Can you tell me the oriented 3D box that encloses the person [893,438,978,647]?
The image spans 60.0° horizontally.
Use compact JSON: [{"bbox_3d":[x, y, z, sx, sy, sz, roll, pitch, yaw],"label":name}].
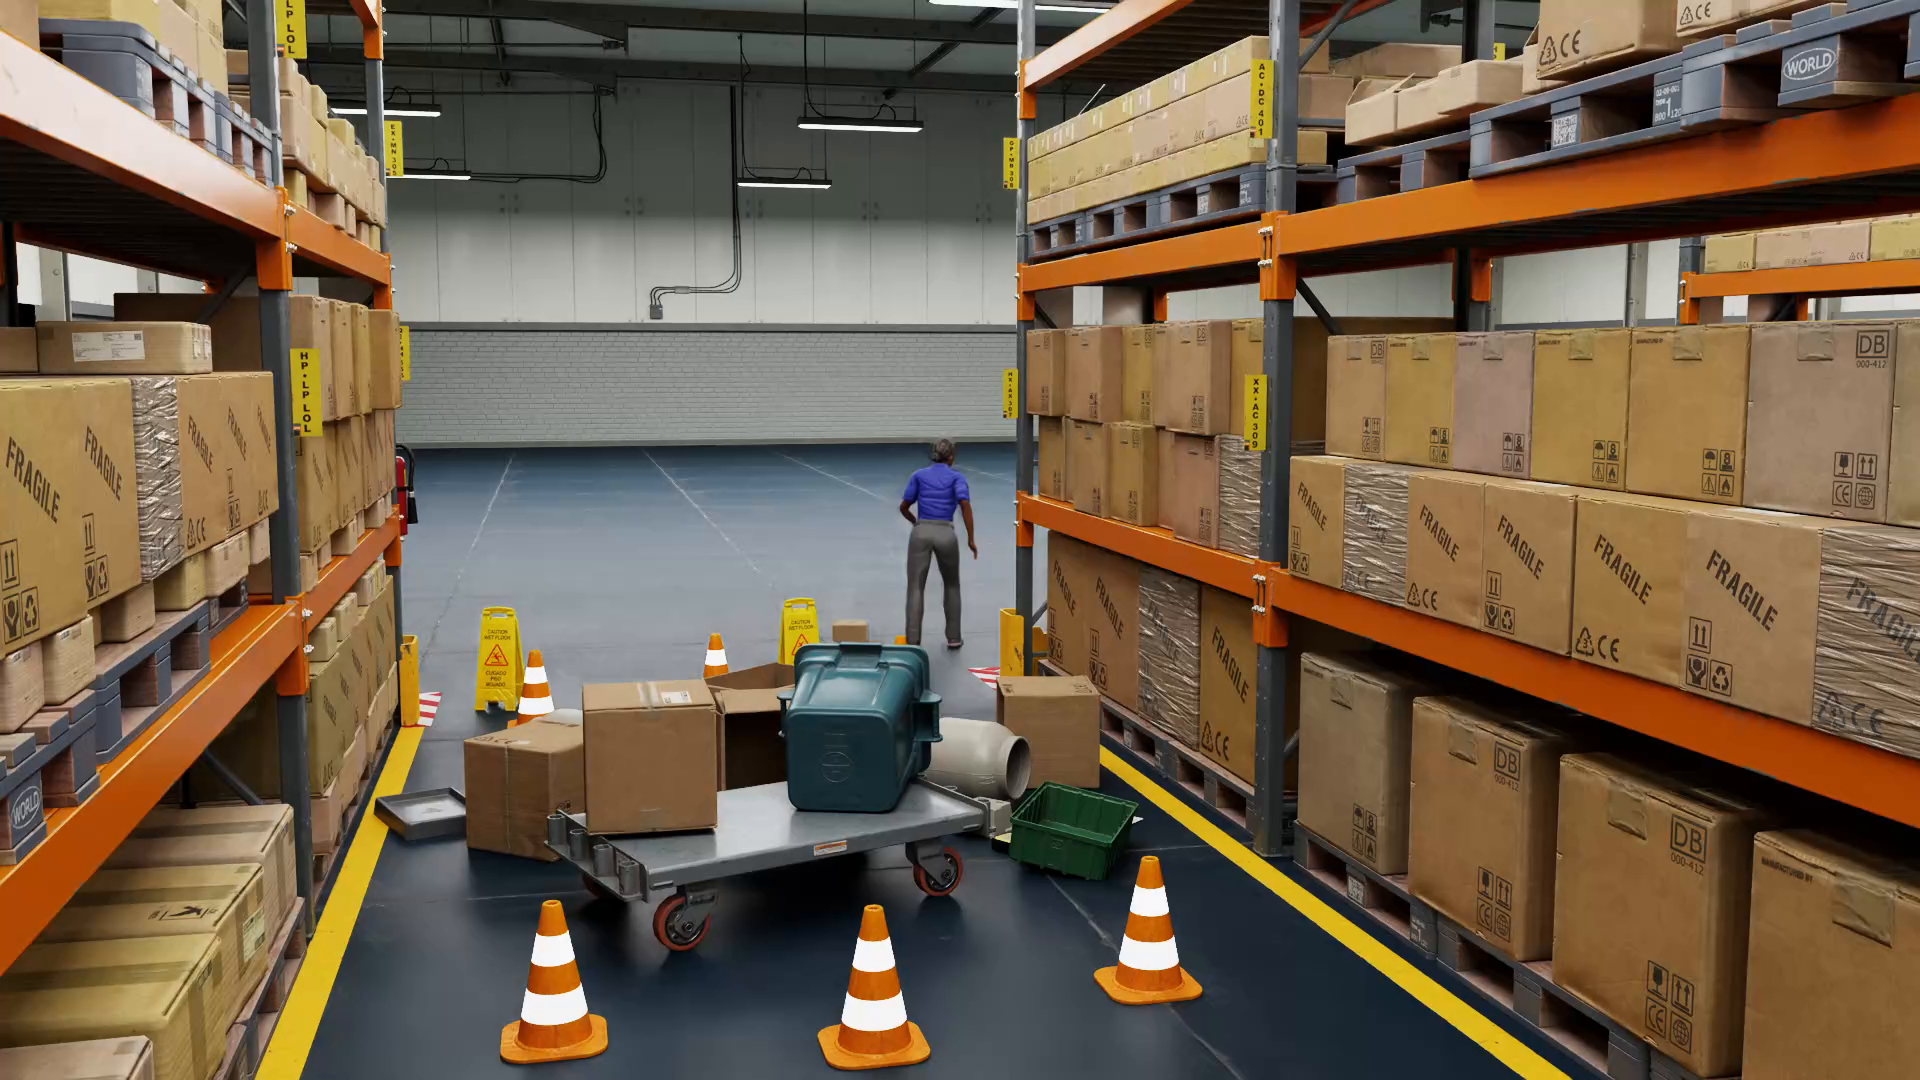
[{"bbox_3d":[-0.191,0.034,12.660,0.649,1.612,0.761,0,6,0],"label":"person"}]
